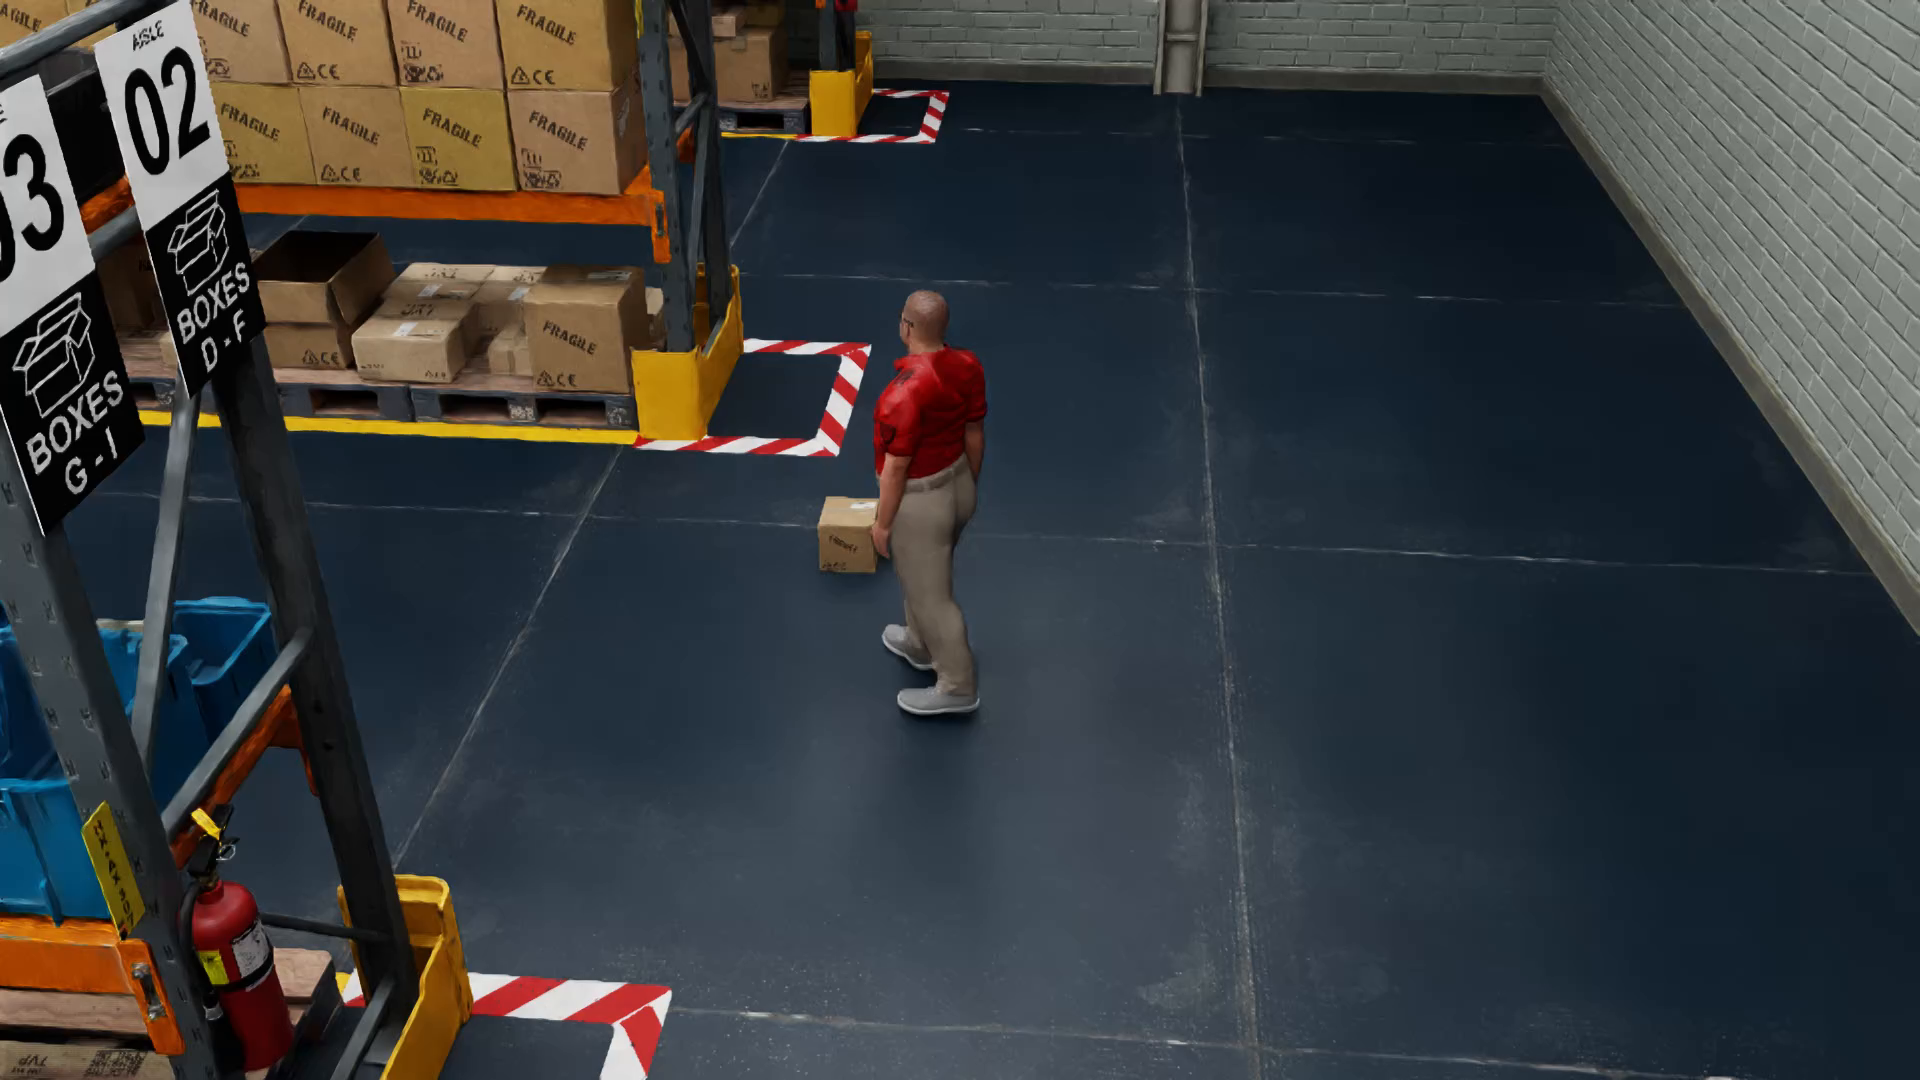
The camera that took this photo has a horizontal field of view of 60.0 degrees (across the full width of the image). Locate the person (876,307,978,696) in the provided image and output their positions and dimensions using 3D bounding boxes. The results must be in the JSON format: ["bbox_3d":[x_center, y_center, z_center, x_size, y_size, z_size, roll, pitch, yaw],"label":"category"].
[{"bbox_3d":[-0.097,-0.121,6.372,0.465,1.569,0.420,18,36,27],"label":"person"}]
